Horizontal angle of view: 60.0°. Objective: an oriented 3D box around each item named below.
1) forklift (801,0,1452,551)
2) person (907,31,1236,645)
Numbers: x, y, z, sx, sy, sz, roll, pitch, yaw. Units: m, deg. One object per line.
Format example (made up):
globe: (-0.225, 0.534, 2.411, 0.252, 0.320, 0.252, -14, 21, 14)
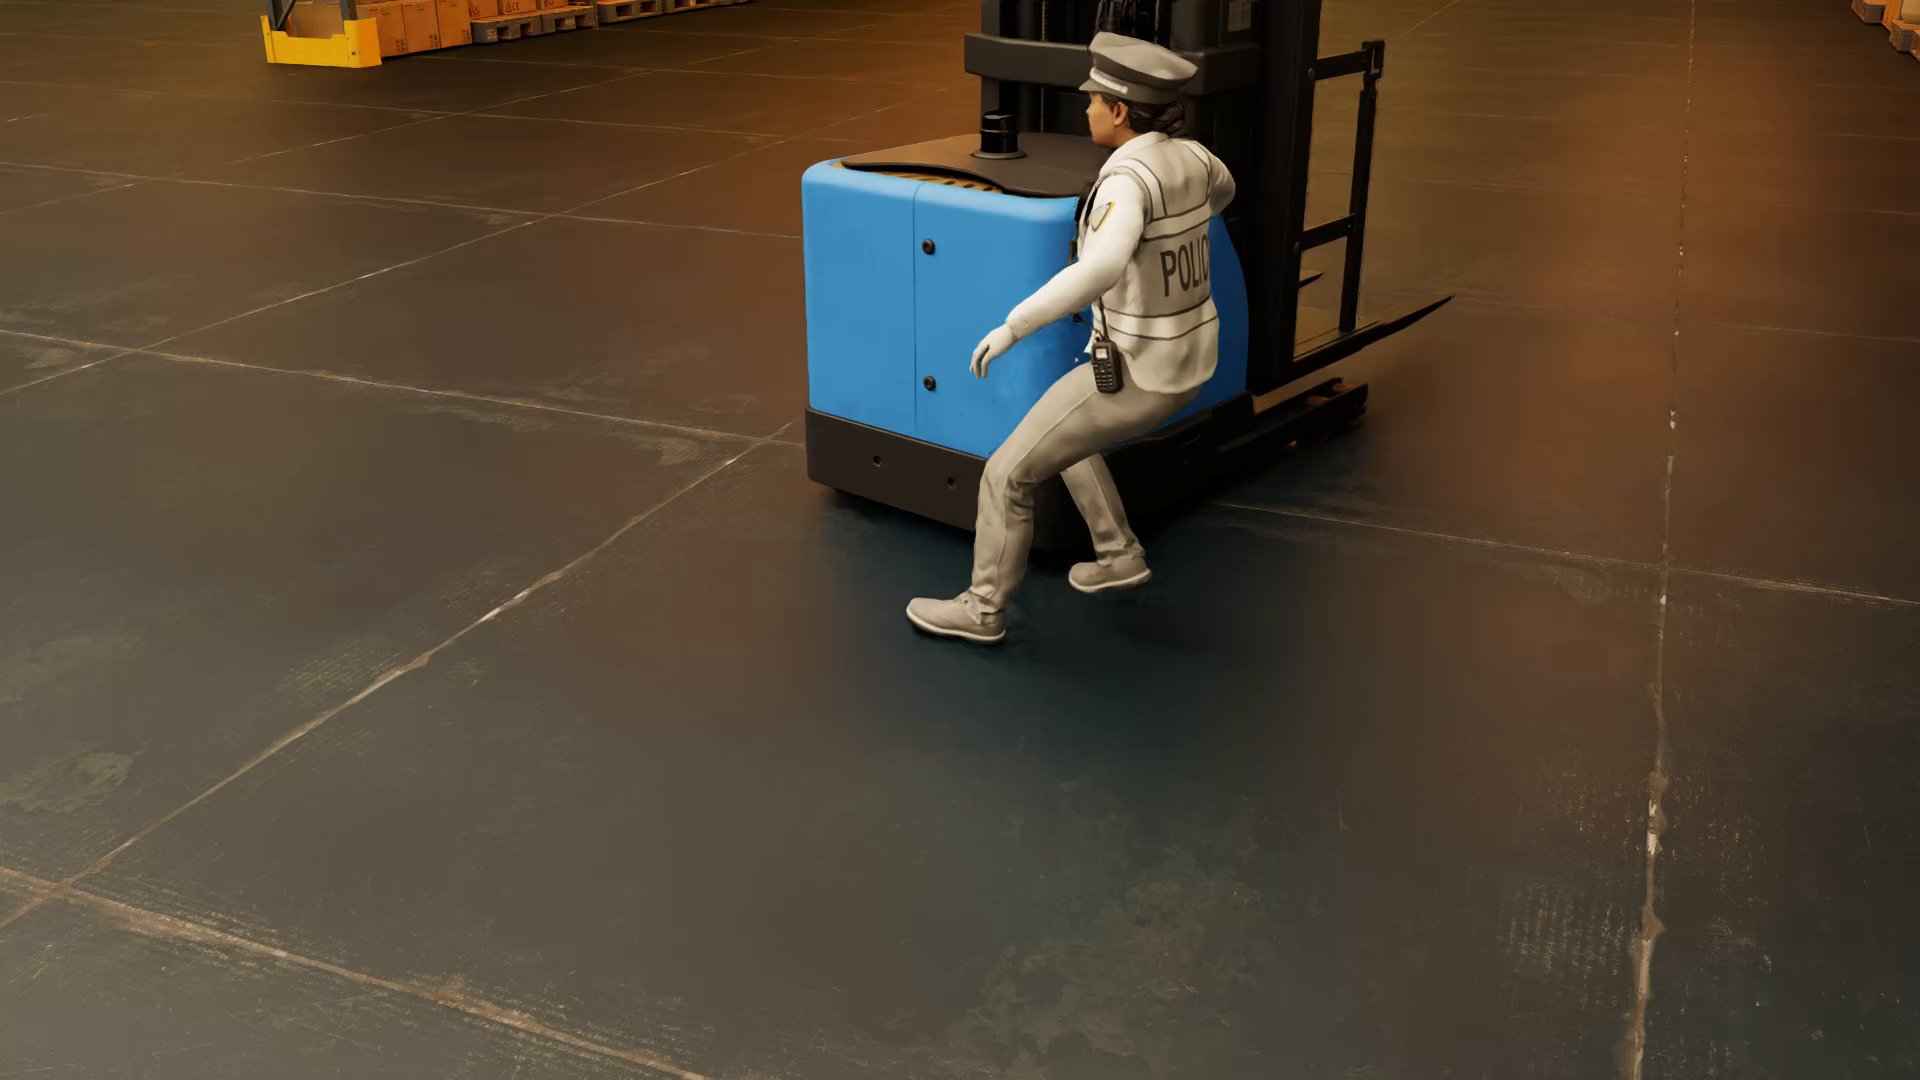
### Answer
forklift: (0.836, -1.813, 5.629, 1.130, 2.935, 3.031, 18, 29, 36)
person: (0.267, -0.480, 4.207, 0.726, 1.560, 0.950, 15, 27, 32)
